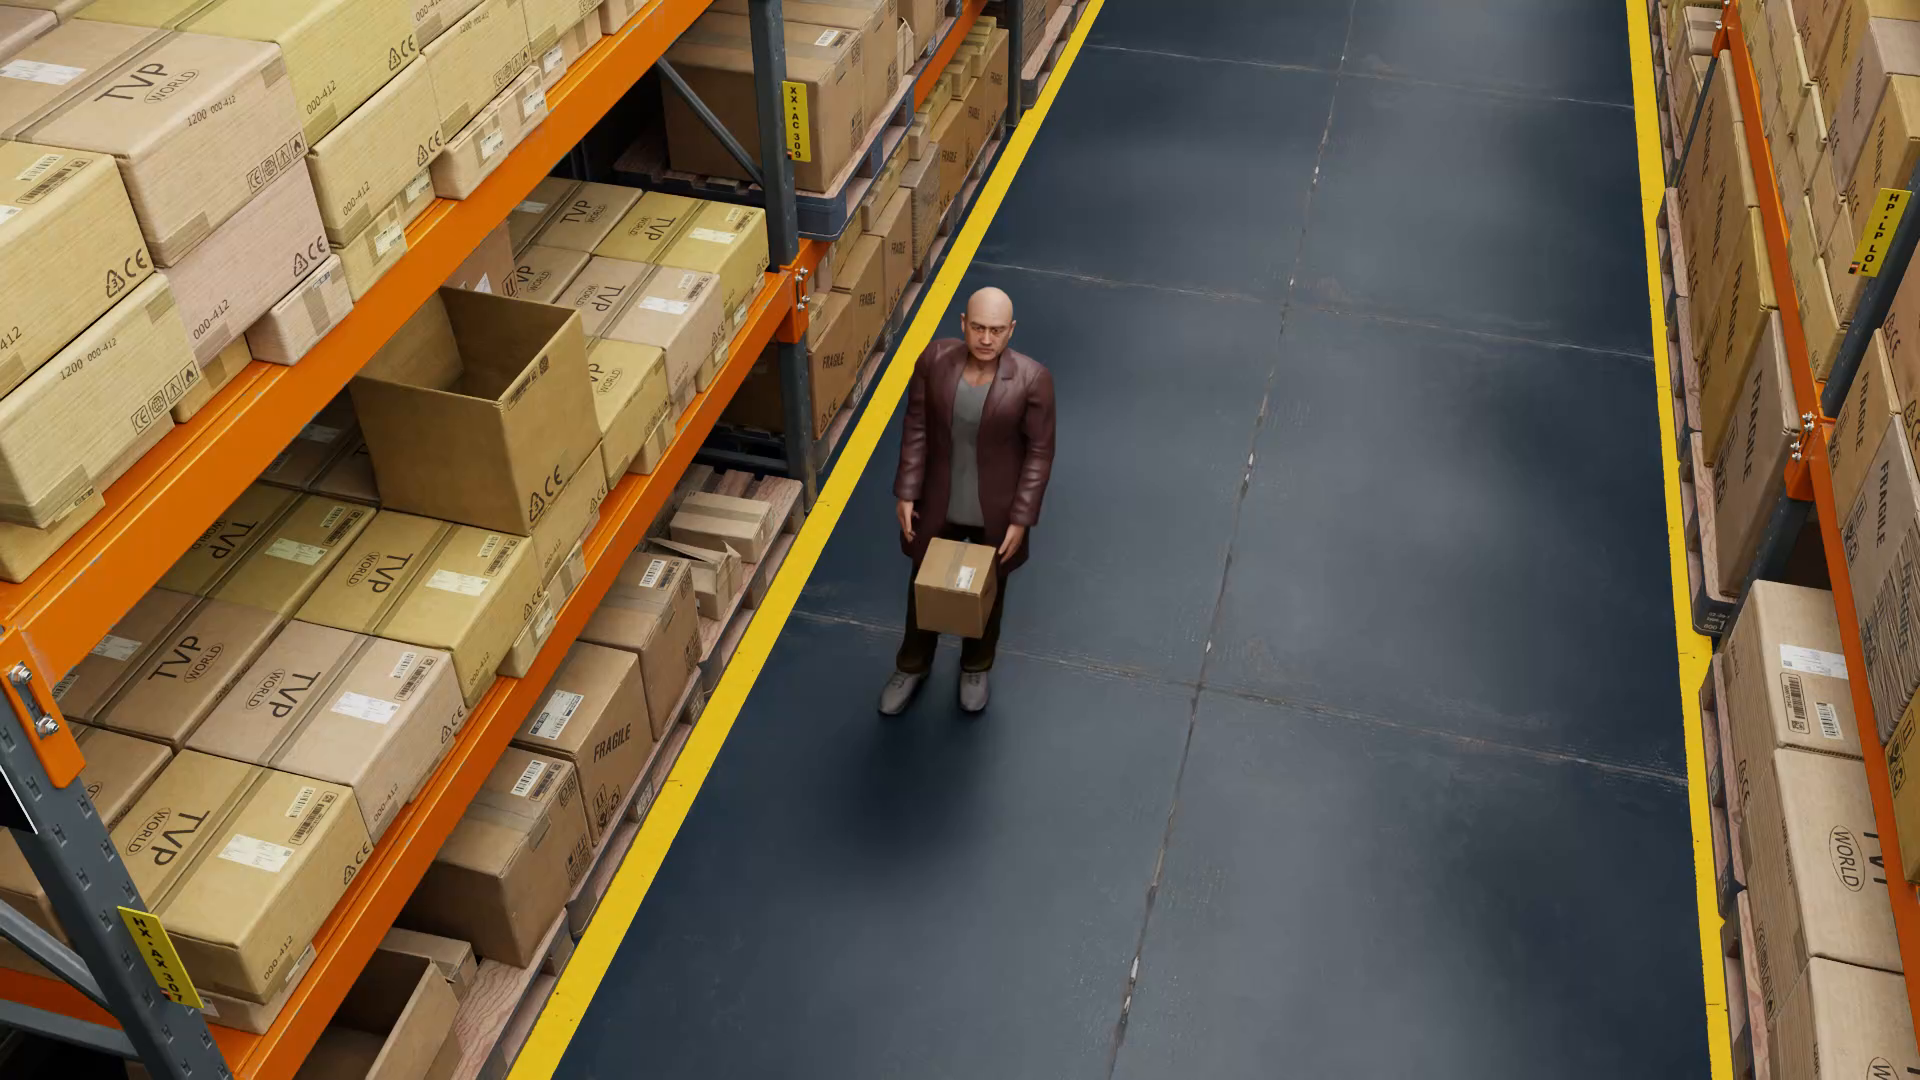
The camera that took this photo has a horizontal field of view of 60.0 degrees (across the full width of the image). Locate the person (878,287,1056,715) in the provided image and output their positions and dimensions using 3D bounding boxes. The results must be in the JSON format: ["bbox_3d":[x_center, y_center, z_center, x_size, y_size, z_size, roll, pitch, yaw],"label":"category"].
[{"bbox_3d":[0.023,-0.087,6.261,0.607,1.776,0.574,10,42,12],"label":"person"}]
